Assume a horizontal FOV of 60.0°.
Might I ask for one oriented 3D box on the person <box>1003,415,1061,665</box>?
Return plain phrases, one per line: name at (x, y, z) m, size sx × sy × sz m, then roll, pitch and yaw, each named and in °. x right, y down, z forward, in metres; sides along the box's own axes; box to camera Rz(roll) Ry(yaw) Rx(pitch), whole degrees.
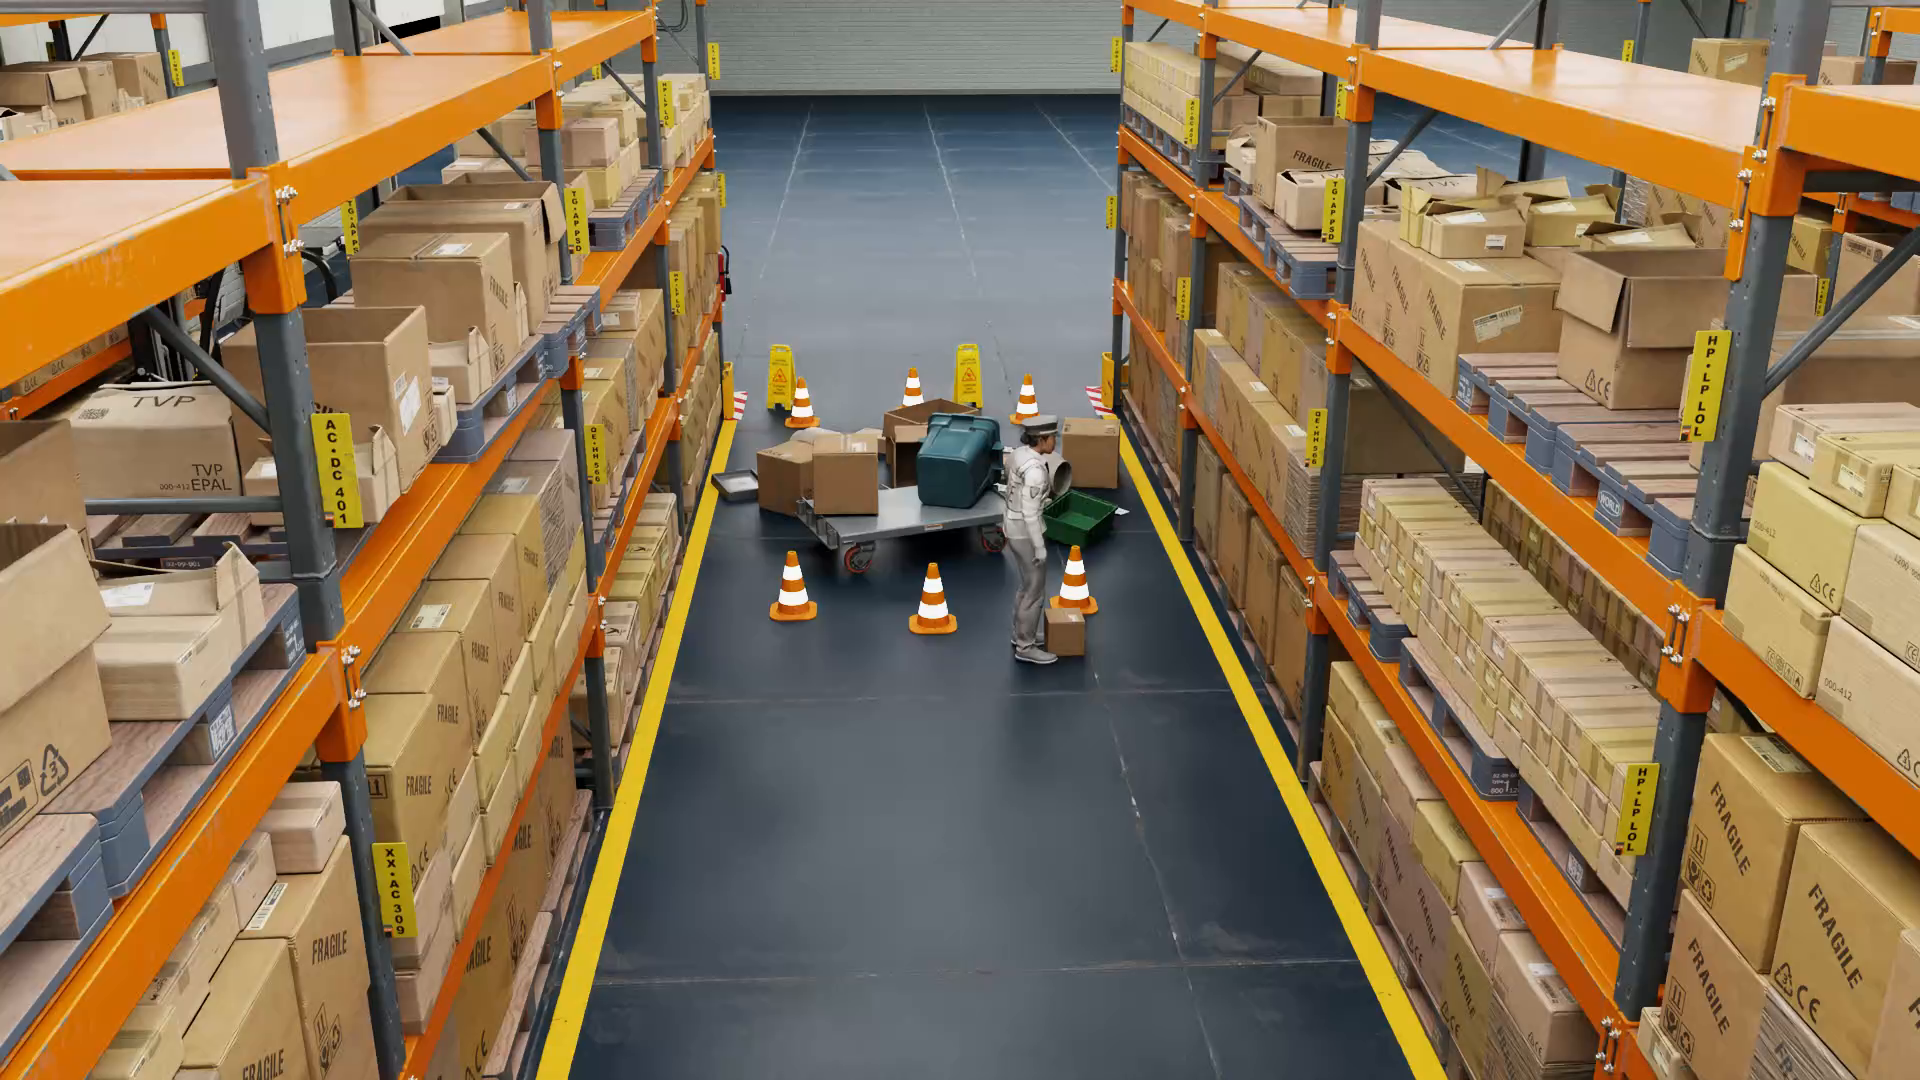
person at (0.476, -0.023, 11.133) m, size 0.372 × 1.663 × 0.528 m, roll -1°, pitch 21°, yaw -3°
